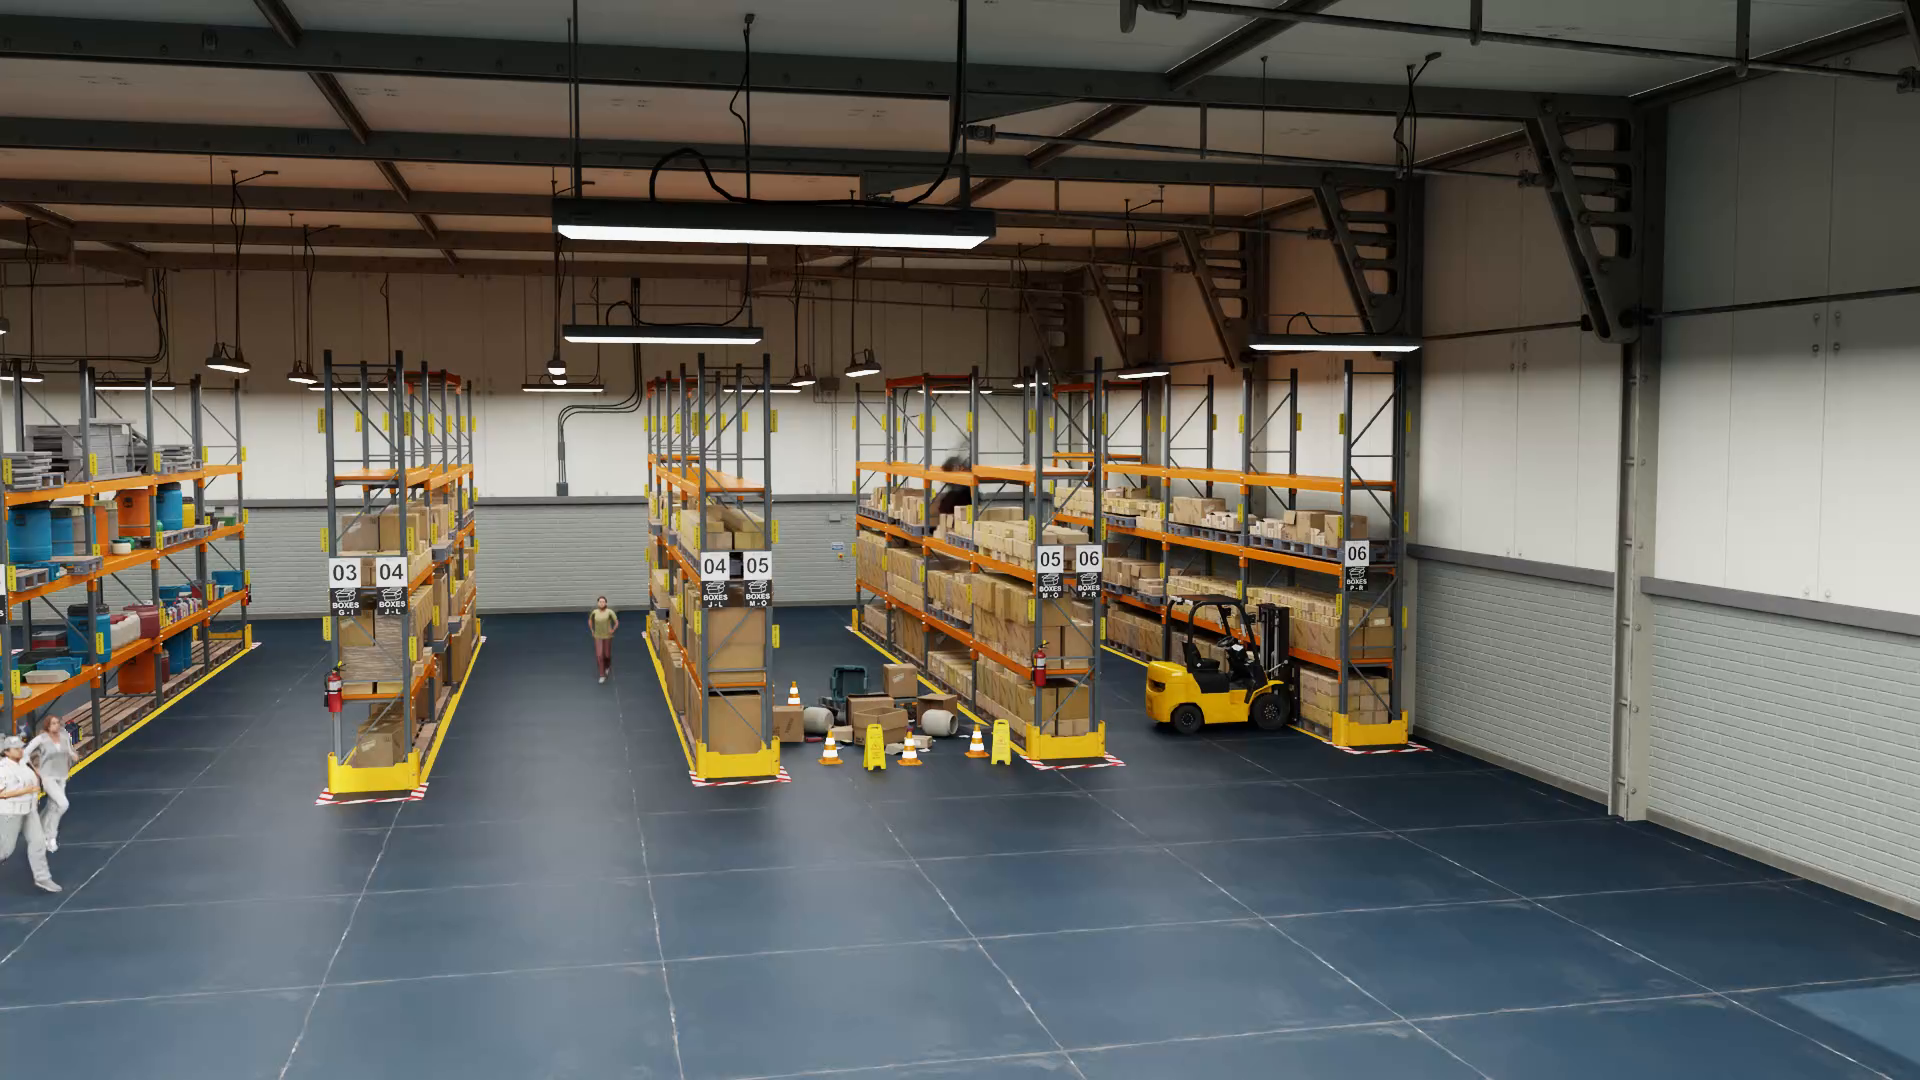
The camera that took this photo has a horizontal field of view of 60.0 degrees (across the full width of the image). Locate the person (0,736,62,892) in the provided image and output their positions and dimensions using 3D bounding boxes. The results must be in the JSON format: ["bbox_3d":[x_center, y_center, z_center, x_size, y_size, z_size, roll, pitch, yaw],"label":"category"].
[{"bbox_3d":[-10.061,2.926,17.690,0.886,1.689,0.602,0,4,7],"label":"person"}]

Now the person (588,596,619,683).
[{"bbox_3d":[-6.978,1.922,32.545,0.591,1.667,0.850,-1,4,-9],"label":"person"}]

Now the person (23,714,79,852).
[{"bbox_3d":[-10.671,2.853,19.588,0.679,1.620,0.507,1,4,20],"label":"person"}]
